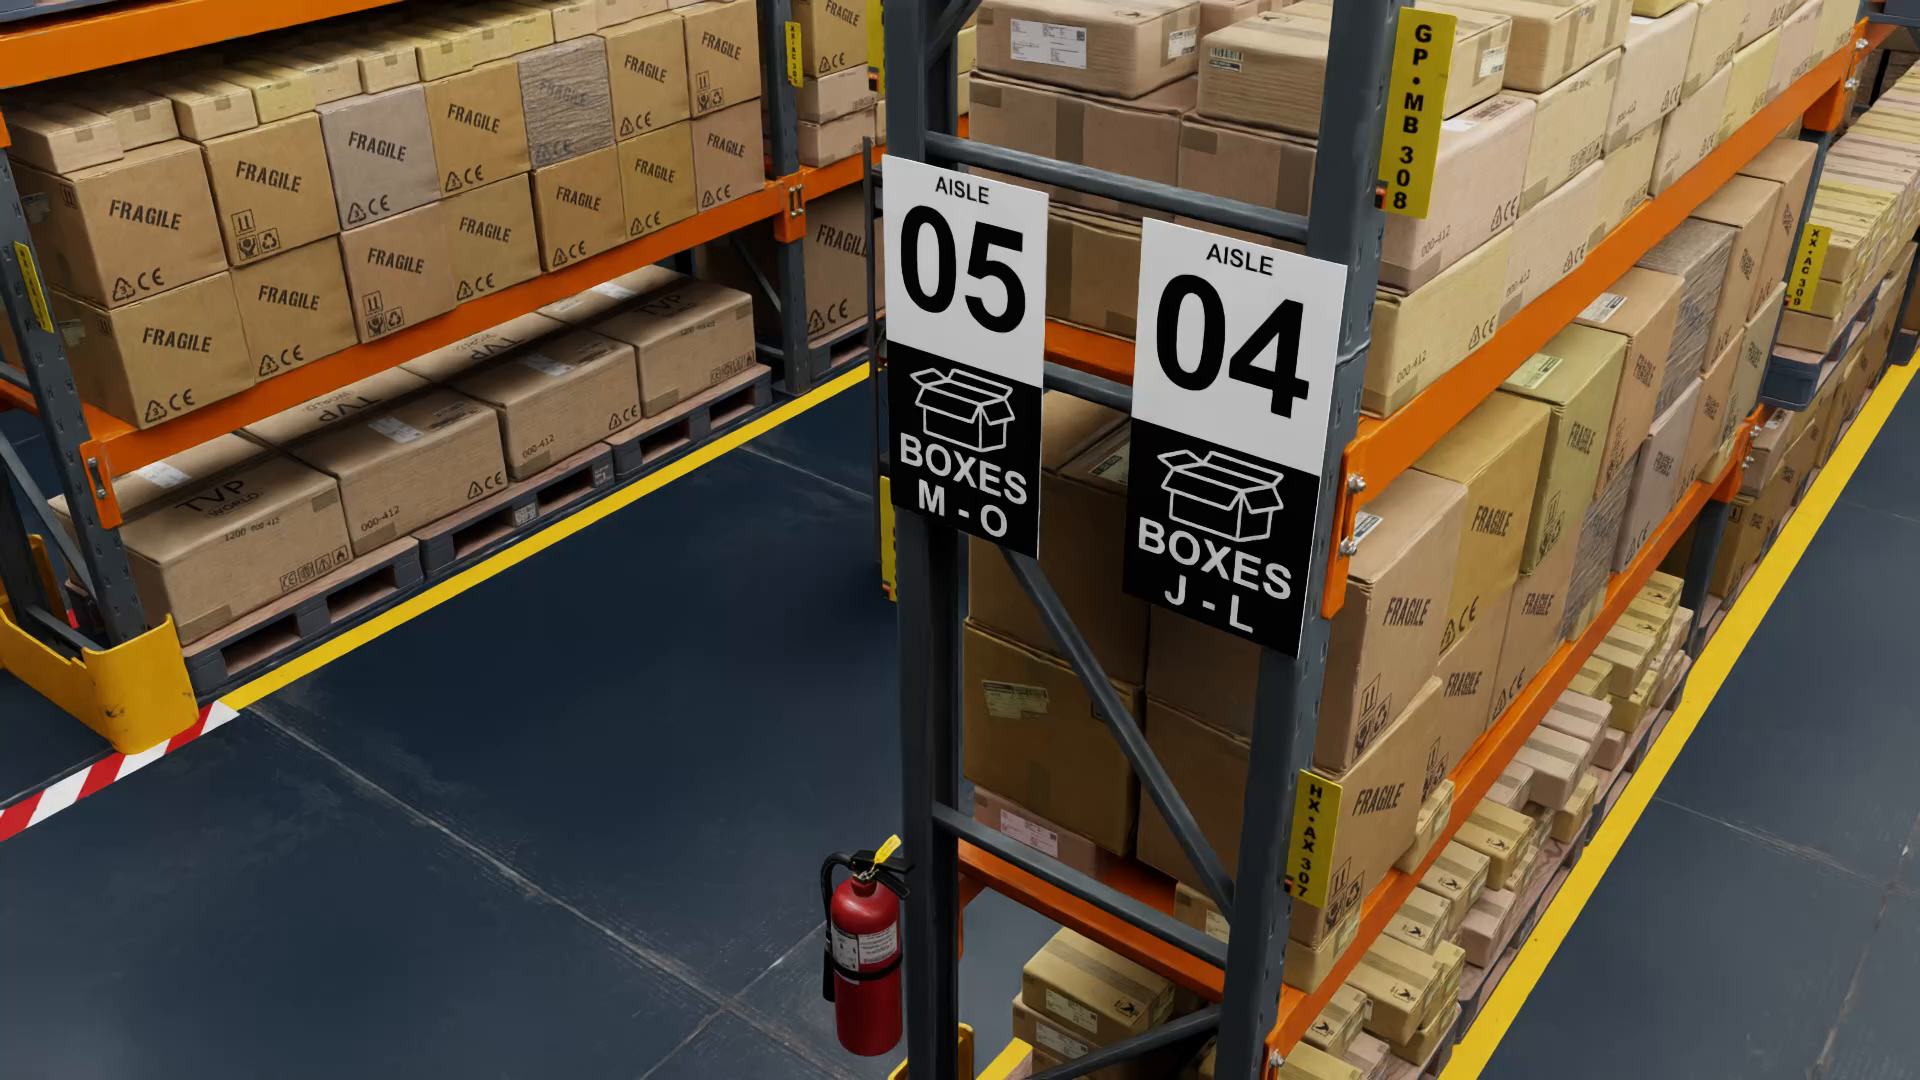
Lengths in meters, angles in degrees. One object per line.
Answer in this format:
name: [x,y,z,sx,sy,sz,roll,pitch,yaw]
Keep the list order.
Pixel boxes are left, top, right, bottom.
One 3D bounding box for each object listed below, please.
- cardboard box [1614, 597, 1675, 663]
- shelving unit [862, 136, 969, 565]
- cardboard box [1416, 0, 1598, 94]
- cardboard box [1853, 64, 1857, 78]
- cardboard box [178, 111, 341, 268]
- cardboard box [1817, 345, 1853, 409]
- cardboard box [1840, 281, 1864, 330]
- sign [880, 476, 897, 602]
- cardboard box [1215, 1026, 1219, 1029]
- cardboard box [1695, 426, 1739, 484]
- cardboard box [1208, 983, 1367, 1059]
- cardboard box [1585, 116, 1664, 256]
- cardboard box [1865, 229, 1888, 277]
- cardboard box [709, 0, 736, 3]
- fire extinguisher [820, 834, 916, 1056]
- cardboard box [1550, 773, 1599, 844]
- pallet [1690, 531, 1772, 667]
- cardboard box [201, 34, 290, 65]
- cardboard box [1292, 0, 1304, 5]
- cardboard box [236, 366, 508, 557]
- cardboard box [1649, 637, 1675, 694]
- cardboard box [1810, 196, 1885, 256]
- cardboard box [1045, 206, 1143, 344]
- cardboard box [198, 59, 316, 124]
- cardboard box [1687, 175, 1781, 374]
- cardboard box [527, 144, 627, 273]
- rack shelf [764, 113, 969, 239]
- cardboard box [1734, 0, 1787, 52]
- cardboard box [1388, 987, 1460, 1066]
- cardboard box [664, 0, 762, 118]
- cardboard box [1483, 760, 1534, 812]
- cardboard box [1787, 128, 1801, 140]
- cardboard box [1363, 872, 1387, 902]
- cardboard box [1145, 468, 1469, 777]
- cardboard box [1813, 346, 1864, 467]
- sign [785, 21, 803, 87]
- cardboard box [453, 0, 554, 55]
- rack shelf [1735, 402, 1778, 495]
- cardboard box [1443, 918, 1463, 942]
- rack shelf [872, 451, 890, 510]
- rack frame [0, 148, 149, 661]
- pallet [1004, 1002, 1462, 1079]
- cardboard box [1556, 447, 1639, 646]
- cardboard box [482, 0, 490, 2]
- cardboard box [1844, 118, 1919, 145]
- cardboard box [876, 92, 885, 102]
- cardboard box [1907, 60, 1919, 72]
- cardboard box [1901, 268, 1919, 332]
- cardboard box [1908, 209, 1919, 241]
cardboard box: [2.573,0.327,6.557,0.380,0.149,0.250,22,37,32]
shelving unit: [-0.100,-0.836,7.601,0.431,2.100,0.503,21,37,31]
cardboard box: [1.055,-1.038,3.383,0.380,0.149,0.250,21,37,31]
cardboard box: [4.524,-2.520,8.811,0.380,0.149,0.250,20,36,30]
cardboard box: [-2.896,-1.453,6.681,0.500,0.500,0.500,20,36,30]
cardboard box: [3.990,-0.874,8.087,0.500,0.250,0.500,23,37,33]
cardboard box: [3.470,-1.009,6.845,0.380,0.149,0.250,22,37,32]
sign: [-0.142,0.009,3.847,0.100,0.325,0.005,21,37,31]
cardboard box: [0.742,1.373,5.375,0.380,0.149,0.250,21,37,31]
cardboard box: [2.648,-0.369,6.177,0.380,0.149,0.250,20,36,30]
cardboard box: [0.946,1.355,4.823,0.380,0.149,0.250,22,37,32]
cardboard box: [1.385,-0.934,4.088,0.500,0.250,0.500,20,36,30]
cardboard box: [3.618,-1.234,6.932,0.380,0.149,0.250,22,37,32]
cardboard box: [-1.237,-2.815,8.343,0.380,0.149,0.250,20,36,30]
fire extinguisher: [-0.232,0.976,4.102,0.296,0.674,0.183,21,37,31]
cardboard box: [2.113,0.927,6.128,0.380,0.149,0.250,21,37,31]
pallet: [3.172,0.079,7.910,1.003,0.211,1.213,21,37,31]
cardboard box: [-3.040,-2.035,7.027,0.380,0.149,0.250,21,36,31]
cardboard box: [0.636,-1.191,3.640,0.380,0.149,0.250,20,36,30]
cardboard box: [-2.855,-0.412,8.105,0.875,0.438,0.875,22,37,33]
cardboard box: [2.613,0.454,6.635,0.380,0.149,0.250,19,36,29]
cardboard box: [3.471,-1.266,6.695,0.380,0.149,0.250,22,37,33]
cardboard box: [0.352,-0.670,3.643,0.500,0.250,0.500,20,36,30]
cardboard box: [-2.790,-1.783,6.601,0.380,0.149,0.250,20,36,30]
cardboard box: [2.327,-0.919,5.488,0.500,0.500,0.500,20,36,30]
cardboard box: [-1.979,-1.642,7.981,0.500,0.500,0.500,21,36,31]
rack shelf: [-0.097,-2.789,10.720,1.077,0.370,4.000,21,37,31]
cardboard box: [1.992,-1.558,4.651,0.500,0.250,0.500,23,38,33]
cardboard box: [1.339,1.449,5.248,0.380,0.149,0.250,22,37,32]
cardboard box: [-1.369,-2.482,8.418,0.500,0.500,0.500,21,36,31]
cardboard box: [1.729,0.831,5.707,0.380,0.149,0.250,21,37,31]
cardboard box: [3.889,-1.972,8.177,0.380,0.149,0.250,21,36,31]
cardboard box: [0.866,0.783,4.233,0.380,0.149,0.250,23,37,33]
cardboard box: [0.771,0.120,3.734,0.500,0.500,0.500,21,36,31]
cardboard box: [4.306,-0.757,8.625,0.500,0.500,0.500,19,36,29]
sign: [-0.861,-2.522,8.637,0.100,0.325,0.005,21,37,31]
cardboard box: [-2.059,-2.315,7.499,0.380,0.149,0.250,20,36,30]
rack shelf: [3.910,-1.307,8.219,1.077,0.370,4.000,21,37,31]
cardboard box: [1.422,1.177,5.414,0.380,0.149,0.250,19,36,29]
rack shelf: [-0.100,-0.222,7.965,0.431,0.518,0.480,21,37,31]
rack frame: [-3.719,-0.660,6.422,1.000,3.000,0.127,21,37,31]
pallet: [0.853,1.672,5.222,1.003,0.211,1.213,21,37,31]
cardboard box: [1.691,-0.076,5.046,0.500,0.500,0.500,20,36,30]
cardboard box: [-2.347,-2.583,7.951,0.380,0.149,0.250,20,36,30]
cardboard box: [4.247,-1.787,7.575,0.380,0.149,0.250,22,37,33]
cardboard box: [-0.522,-2.749,9.603,0.500,0.250,0.500,22,37,32]
cardboard box: [5.033,-2.316,8.467,0.380,0.149,0.250,21,36,31]
cardboard box: [5.557,-1.862,10.245,1.050,0.750,0.750,21,36,31]
cardboard box: [4.246,-1.529,7.722,0.380,0.149,0.250,19,36,29]
